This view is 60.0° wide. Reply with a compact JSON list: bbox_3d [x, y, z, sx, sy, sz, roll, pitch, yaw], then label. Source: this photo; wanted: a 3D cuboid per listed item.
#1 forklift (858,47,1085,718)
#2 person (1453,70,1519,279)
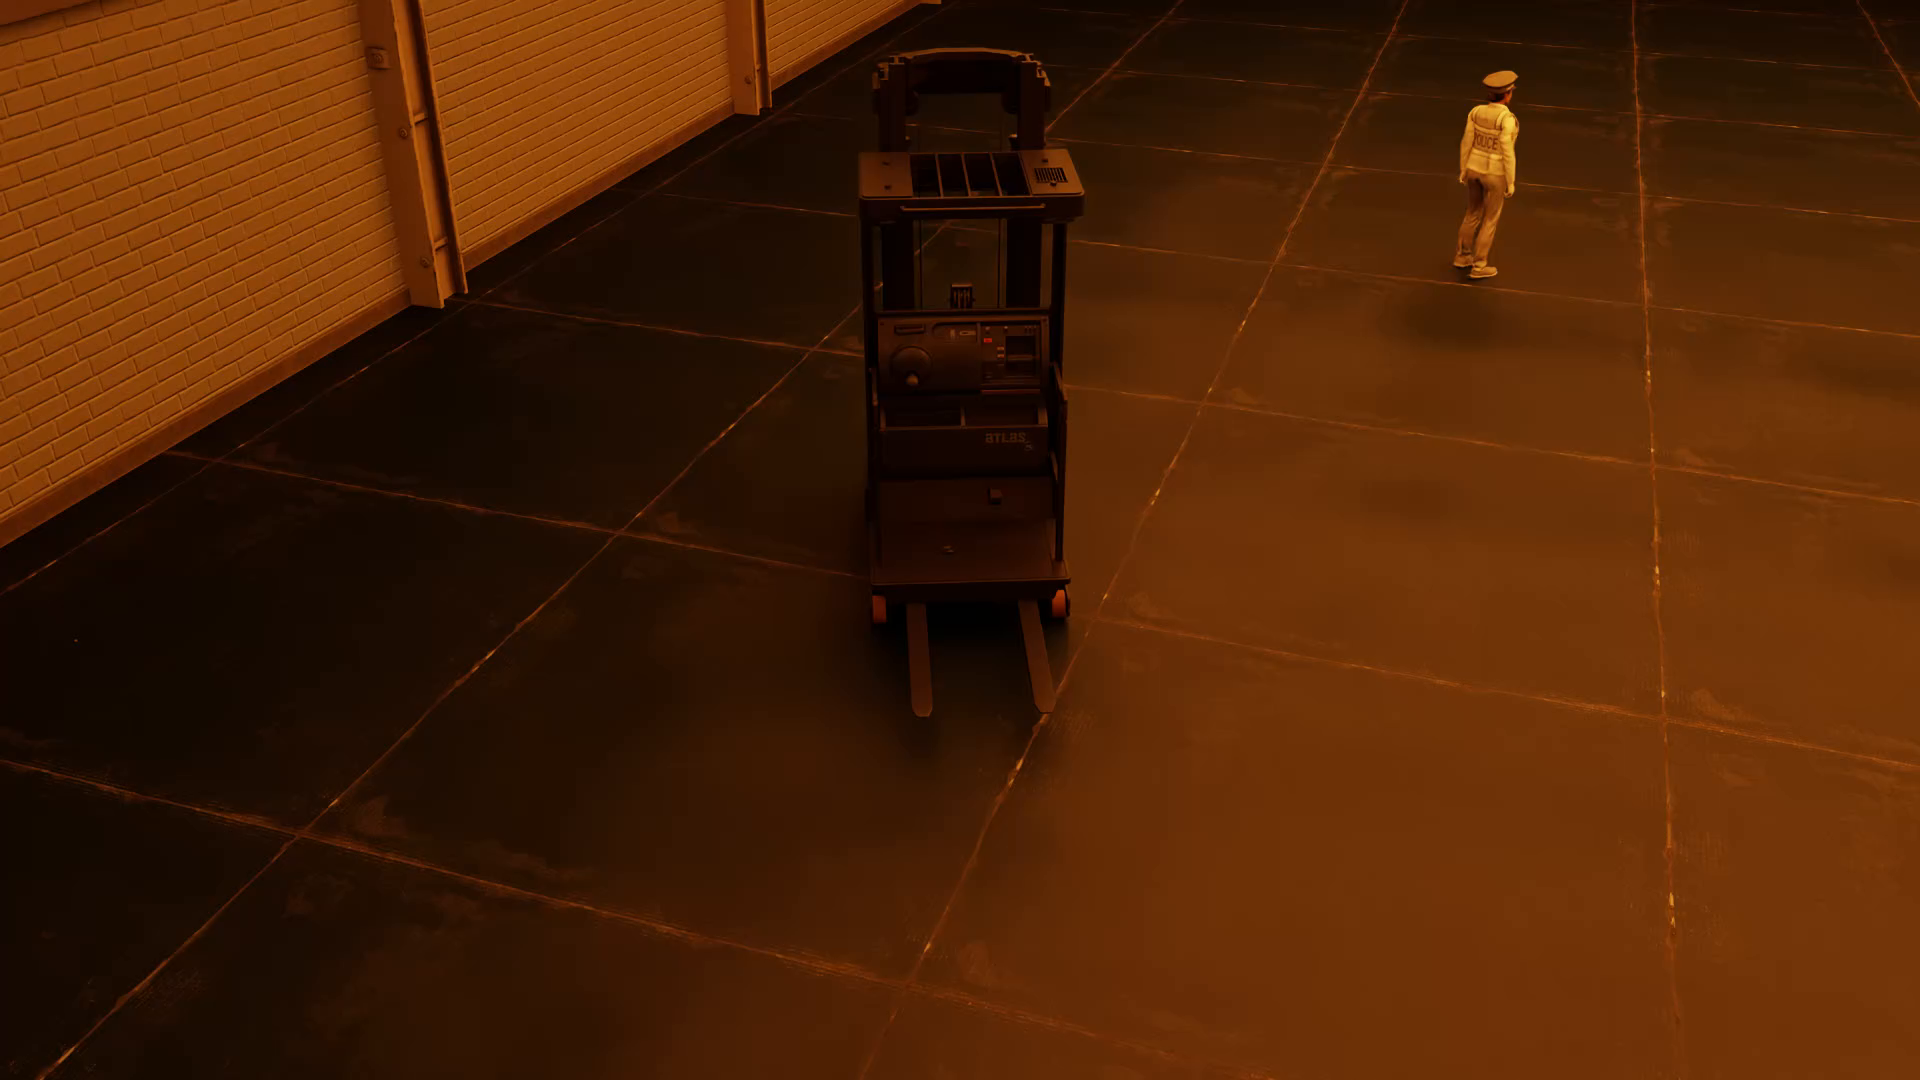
[{"bbox_3d":[0.035,-0.972,8.842,1.130,2.935,3.031,-2,30,-3],"label":"forklift"},{"bbox_3d":[4.368,-3.000,13.682,0.380,1.696,0.514,-19,35,-30],"label":"person"}]
